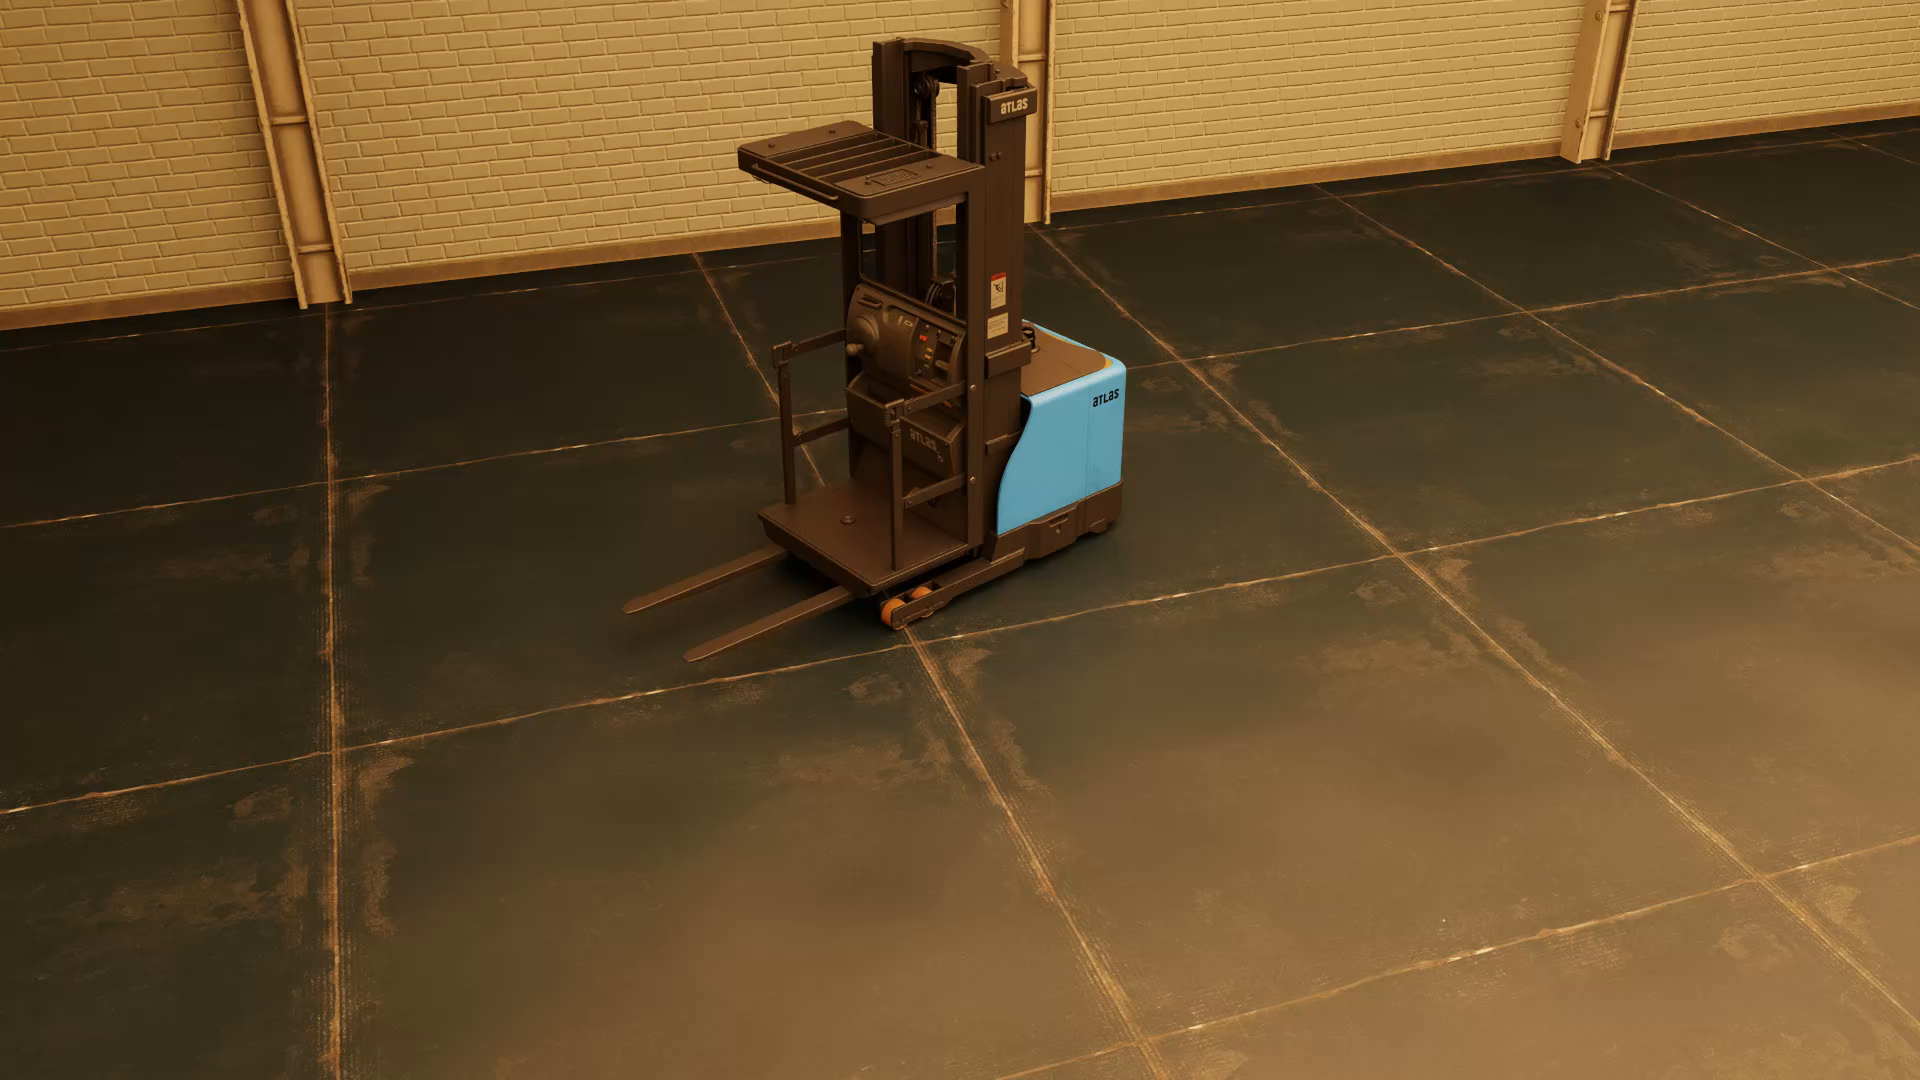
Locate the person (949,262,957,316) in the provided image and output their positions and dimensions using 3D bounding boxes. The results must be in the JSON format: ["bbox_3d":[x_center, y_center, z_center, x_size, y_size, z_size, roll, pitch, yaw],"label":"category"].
[{"bbox_3d":[0.026,-0.861,9.546,0.372,1.651,0.561,-12,32,-19],"label":"person"}]

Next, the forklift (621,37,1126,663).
[{"bbox_3d":[-0.461,-1.072,8.951,3.031,2.935,1.130,-23,37,-34],"label":"forklift"}]
